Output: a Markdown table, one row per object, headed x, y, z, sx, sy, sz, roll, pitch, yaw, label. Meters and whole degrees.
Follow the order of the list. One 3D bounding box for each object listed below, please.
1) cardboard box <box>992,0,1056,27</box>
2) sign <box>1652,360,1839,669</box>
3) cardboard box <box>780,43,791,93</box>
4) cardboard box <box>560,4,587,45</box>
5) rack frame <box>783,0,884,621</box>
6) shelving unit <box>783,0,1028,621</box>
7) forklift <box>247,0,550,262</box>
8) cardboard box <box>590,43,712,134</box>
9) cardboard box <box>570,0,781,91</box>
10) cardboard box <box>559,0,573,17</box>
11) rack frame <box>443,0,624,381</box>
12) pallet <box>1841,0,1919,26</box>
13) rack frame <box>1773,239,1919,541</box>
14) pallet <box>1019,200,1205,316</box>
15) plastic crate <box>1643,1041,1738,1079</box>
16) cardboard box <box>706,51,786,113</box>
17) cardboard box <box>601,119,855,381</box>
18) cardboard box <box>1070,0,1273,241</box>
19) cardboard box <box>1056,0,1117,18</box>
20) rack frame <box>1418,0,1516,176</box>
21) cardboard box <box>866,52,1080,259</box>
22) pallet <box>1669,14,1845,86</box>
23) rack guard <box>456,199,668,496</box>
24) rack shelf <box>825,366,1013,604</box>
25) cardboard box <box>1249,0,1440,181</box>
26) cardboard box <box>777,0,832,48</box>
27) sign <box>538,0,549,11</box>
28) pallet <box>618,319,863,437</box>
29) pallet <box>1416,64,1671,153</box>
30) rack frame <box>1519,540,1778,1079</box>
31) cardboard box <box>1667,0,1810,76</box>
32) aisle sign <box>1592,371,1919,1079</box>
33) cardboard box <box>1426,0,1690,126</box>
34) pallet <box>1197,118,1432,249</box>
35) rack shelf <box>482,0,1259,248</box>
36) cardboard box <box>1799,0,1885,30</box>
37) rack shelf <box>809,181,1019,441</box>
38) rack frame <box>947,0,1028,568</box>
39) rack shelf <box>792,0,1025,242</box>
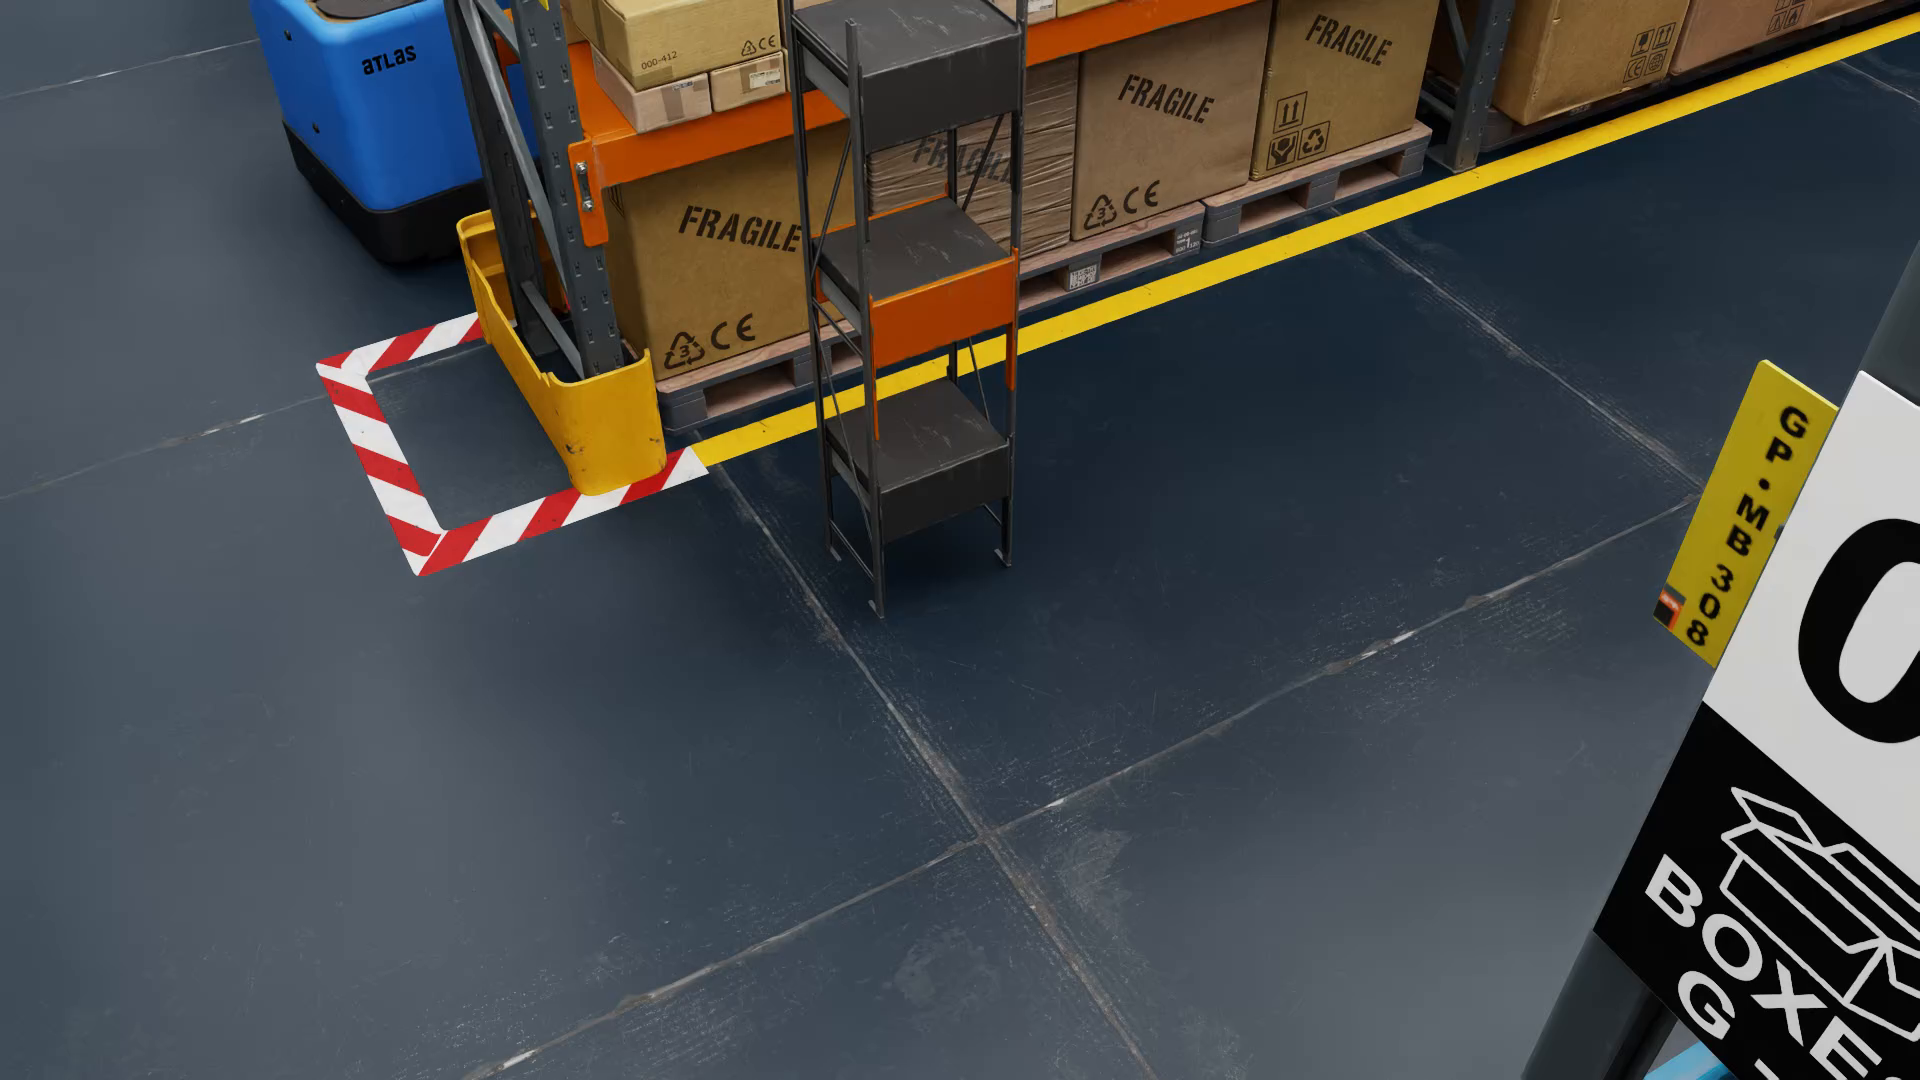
| x | y | z | sx | sy | sz | roll | pitch | yaw | label |
| --- | --- | --- | --- | --- | --- | --- | --- | --- | --- |
| 0.129 | -1.918 | 5.753 | 0.250 | 0.149 | 0.380 | -22 | 48 | -21 | cardboard box |
| 0.722 | -0.011 | 1.529 | 0.005 | 0.325 | 0.100 | -22 | 48 | -21 | sign |
| -0.541 | -1.649 | 5.476 | 0.250 | 0.149 | 0.380 | -23 | 49 | -22 | cardboard box |
| -1.312 | -1.869 | 5.702 | 0.250 | 0.149 | 0.380 | -21 | 48 | -20 | cardboard box |
| -0.355 | -0.611 | 4.872 | 0.015 | 2.100 | 0.400 | -22 | 48 | -21 | rack frame |
| -0.144 | -0.696 | 4.960 | 0.503 | 2.100 | 0.431 | -22 | 48 | -21 | shelving unit |
| -1.458 | -3.040 | 6.778 | 3.031 | 2.935 | 1.130 | -28 | 51 | -26 | forklift |
| -0.985 | -1.470 | 5.292 | 0.250 | 0.149 | 0.380 | -21 | 48 | -21 | cardboard box |
| -0.906 | -1.693 | 5.235 | 0.500 | 0.250 | 0.500 | -23 | 49 | -22 | cardboard box |
| -1.169 | -2.018 | 5.570 | 0.500 | 0.250 | 0.500 | -23 | 48 | -22 | cardboard box |
| -1.457 | -1.637 | 5.283 | 0.127 | 3.000 | 1.000 | -22 | 48 | -21 | rack frame |
| 4.759 | -3.183 | 8.879 | 1.213 | 0.211 | 1.003 | -22 | 48 | -21 | pallet |
| 1.011 | -0.799 | 0.111 | 0.127 | 3.000 | 1.000 | -22 | 48 | -21 | rack frame |
| 0.254 | -1.381 | 7.021 | 1.213 | 0.211 | 1.003 | -22 | 48 | -21 | pallet |
| 1.208 | 1.091 | 2.403 | 0.499 | 0.435 | 0.616 | -22 | 48 | -21 | plastic crate |
| -0.763 | -1.560 | 5.384 | 0.250 | 0.149 | 0.380 | -22 | 48 | -22 | cardboard box |
| -0.942 | -1.295 | 6.155 | 0.875 | 0.875 | 0.875 | -22 | 48 | -21 | cardboard box |
| 0.619 | -1.920 | 6.798 | 0.875 | 0.875 | 0.875 | -22 | 48 | -21 | cardboard box |
| 0.348 | -2.005 | 5.842 | 0.250 | 0.149 | 0.380 | -23 | 49 | -22 | cardboard box |
| 2.011 | -3.024 | 6.713 | 0.127 | 3.000 | 1.000 | -22 | 48 | -21 | rack frame |
| -0.153 | -1.611 | 6.480 | 0.875 | 0.875 | 0.875 | -22 | 48 | -21 | cardboard box |
| 3.702 | -2.763 | 8.445 | 1.213 | 0.211 | 1.003 | -22 | 48 | -21 | pallet |
| -1.478 | -0.731 | 6.144 | 0.348 | 0.500 | 1.175 | -22 | 48 | -21 | rack guard |
| -0.144 | -0.184 | 5.457 | 0.480 | 0.518 | 0.431 | -22 | 48 | -21 | rack shelf |
| 1.399 | -2.232 | 7.120 | 0.875 | 0.875 | 0.875 | -22 | 48 | -21 | cardboard box |
| -0.459 | -1.877 | 5.425 | 0.500 | 0.250 | 0.500 | -22 | 48 | -21 | cardboard box |
| -1.186 | -1.638 | 4.606 | 0.005 | 0.325 | 0.100 | -22 | 48 | -21 | sign |
| -0.803 | -0.961 | 6.588 | 1.213 | 0.211 | 1.003 | -22 | 48 | -21 | pallet |
| 2.643 | -2.337 | 8.006 | 1.213 | 0.211 | 1.003 | -22 | 48 | -21 | pallet |
| 1.011 | 1.354 | 2.201 | 0.127 | 3.000 | 1.000 | -22 | 48 | -21 | rack frame |
| 3.331 | -2.957 | 7.867 | 0.875 | 0.875 | 1.225 | -23 | 49 | -22 | cardboard box |
| 0.802 | 0.269 | 1.452 | 0.004 | 0.787 | 0.394 | -22 | 48 | -21 | aisle sign |
| 2.556 | -2.647 | 7.548 | 0.875 | 0.875 | 1.225 | -22 | 48 | -21 | cardboard box |
| 1.313 | -1.807 | 7.461 | 1.213 | 0.211 | 1.003 | -22 | 48 | -21 | pallet |
| 0.277 | -2.072 | 6.248 | 4.000 | 0.370 | 1.077 | -22 | 48 | -21 | rack shelf |
| 4.094 | -3.269 | 8.189 | 0.875 | 0.875 | 1.225 | -22 | 48 | -21 | cardboard box |
| -0.144 | -0.686 | 4.969 | 0.480 | 0.518 | 0.431 | -22 | 48 | -21 | rack shelf |
| 0.068 | -0.781 | 5.047 | 0.015 | 2.100 | 0.400 | -22 | 48 | -21 | rack frame |
| -0.144 | -1.189 | 4.482 | 0.480 | 0.518 | 0.431 | -22 | 48 | -21 | rack shelf |
